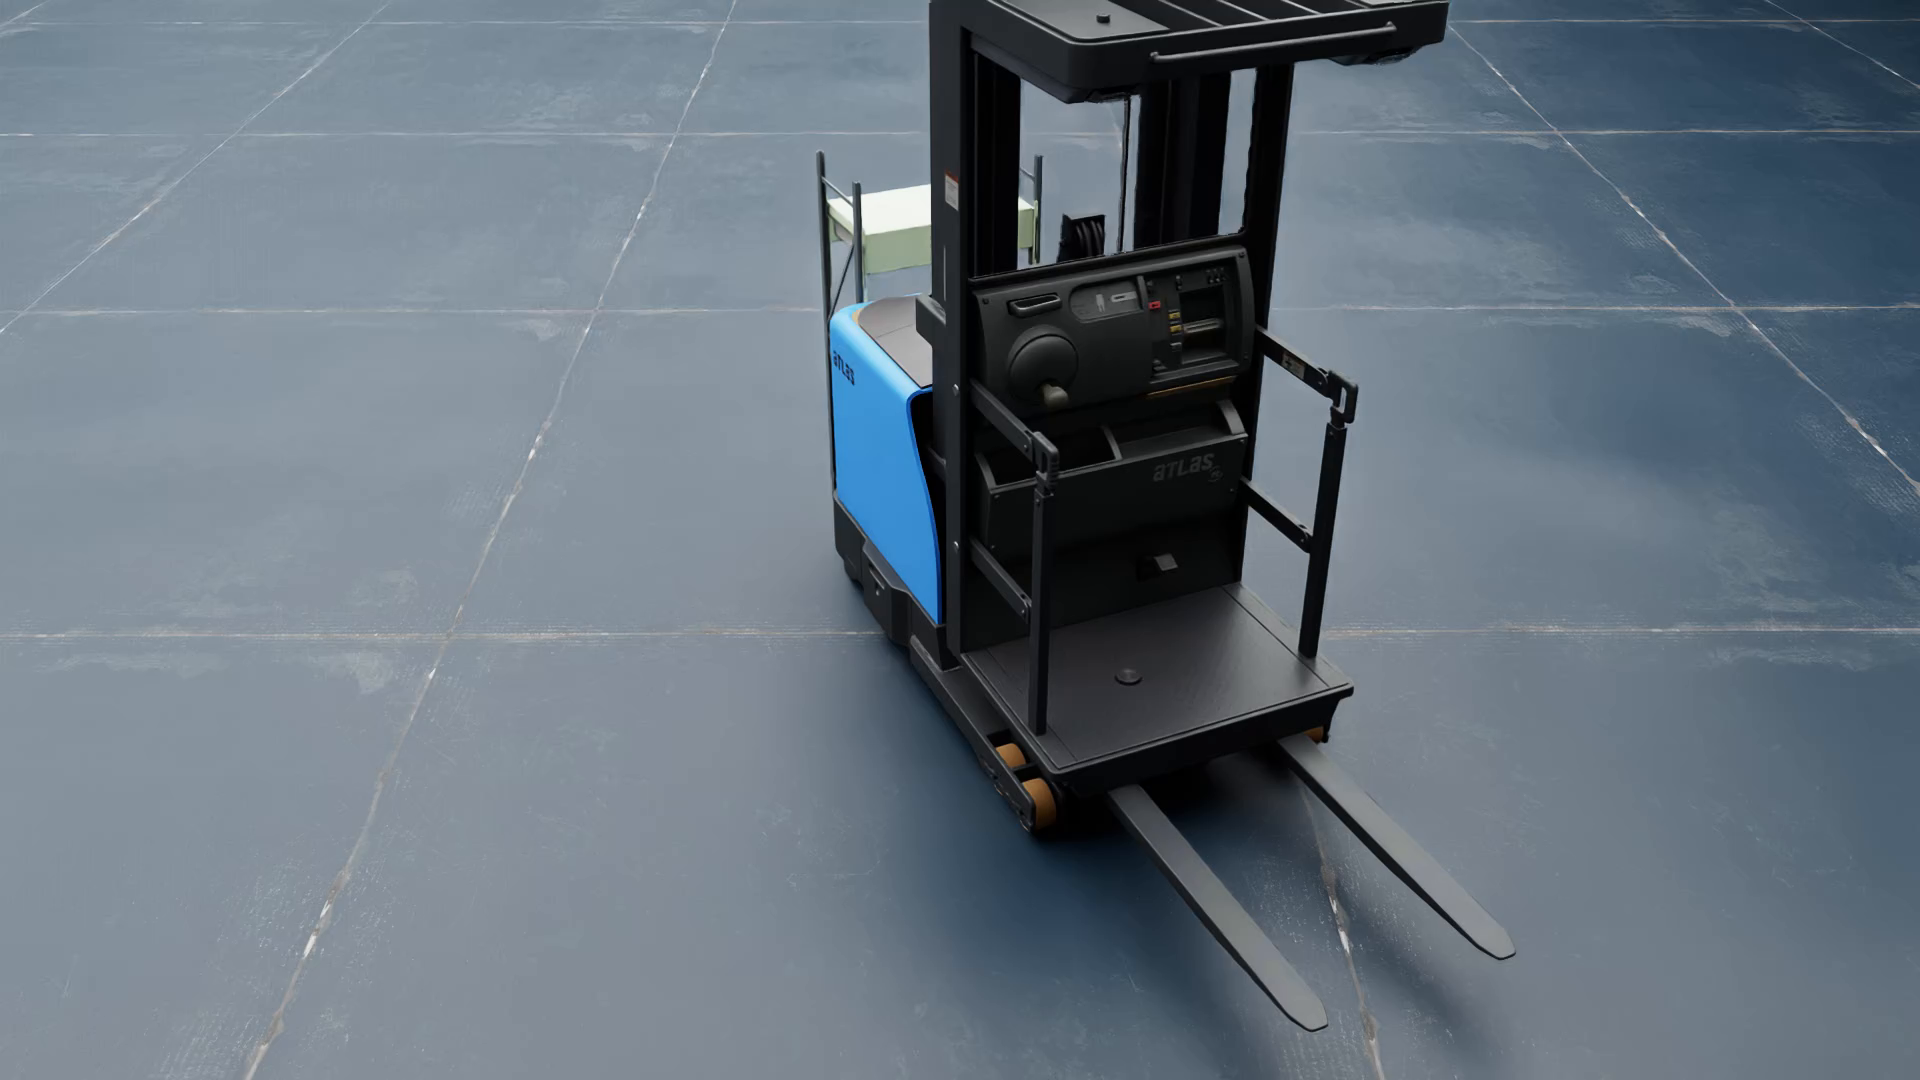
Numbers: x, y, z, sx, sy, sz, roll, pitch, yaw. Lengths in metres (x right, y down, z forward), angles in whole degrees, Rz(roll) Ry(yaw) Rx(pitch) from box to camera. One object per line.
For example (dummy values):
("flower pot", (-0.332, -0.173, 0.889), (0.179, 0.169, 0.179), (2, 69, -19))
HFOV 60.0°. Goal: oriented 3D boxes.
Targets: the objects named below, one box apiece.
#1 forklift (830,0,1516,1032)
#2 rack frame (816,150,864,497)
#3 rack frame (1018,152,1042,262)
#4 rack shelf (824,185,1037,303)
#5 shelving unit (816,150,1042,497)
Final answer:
("forklift", (0.576, -0.593, 4.901), (1.130, 2.935, 3.031), (-13, 34, -21))
("rack frame", (-0.450, -0.737, 6.519), (0.023, 1.500, 0.400), (-14, 34, -21))
("rack frame", (0.214, -0.897, 6.782), (0.023, 1.500, 0.400), (-14, 34, -21))
("rack shelf", (-0.118, -1.151, 6.448), (0.720, 0.370, 0.431), (-14, 34, -21))
("shelving unit", (-0.118, -0.817, 6.651), (0.755, 1.500, 0.431), (-14, 34, -21))
